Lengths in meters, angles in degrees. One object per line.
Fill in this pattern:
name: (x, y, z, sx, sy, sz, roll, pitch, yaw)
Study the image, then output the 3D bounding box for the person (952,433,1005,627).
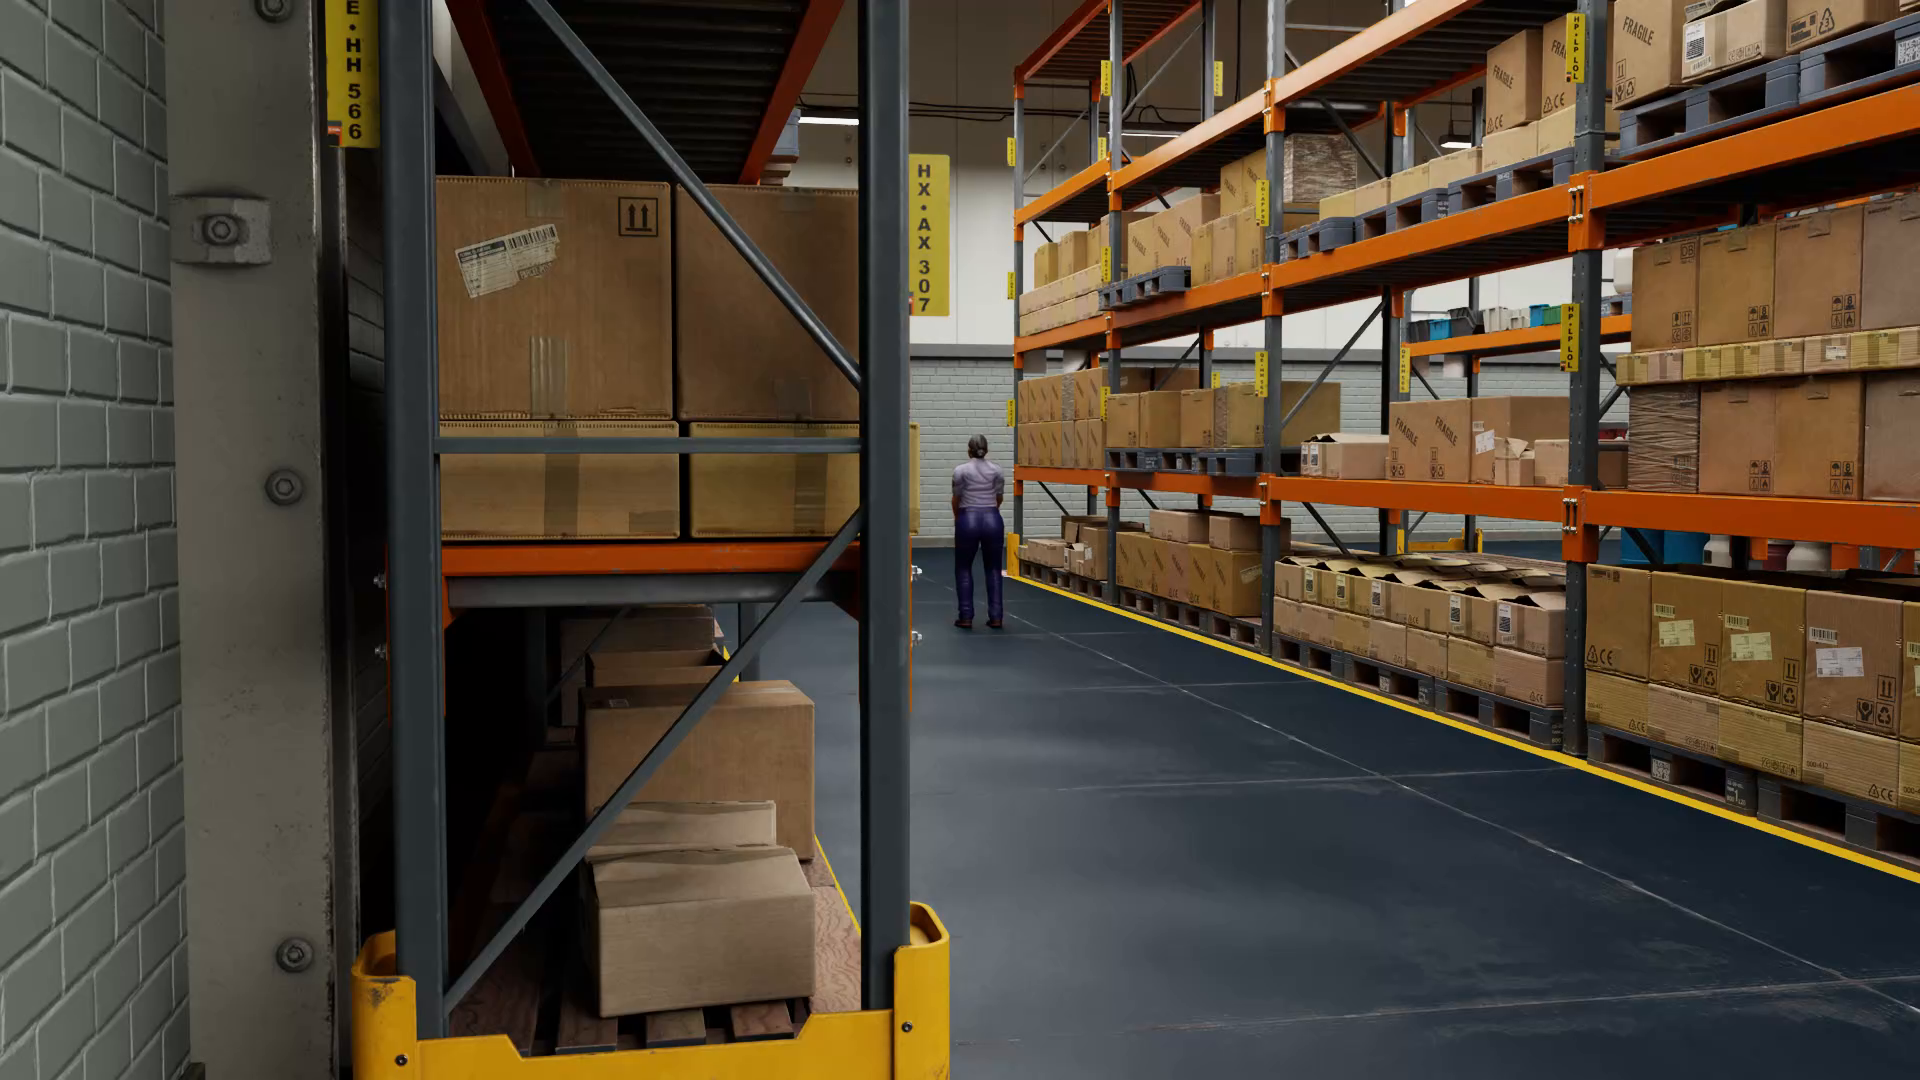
person: (0.136, -0.082, 14.084, 0.452, 1.634, 0.523, -1, 3, -11)
